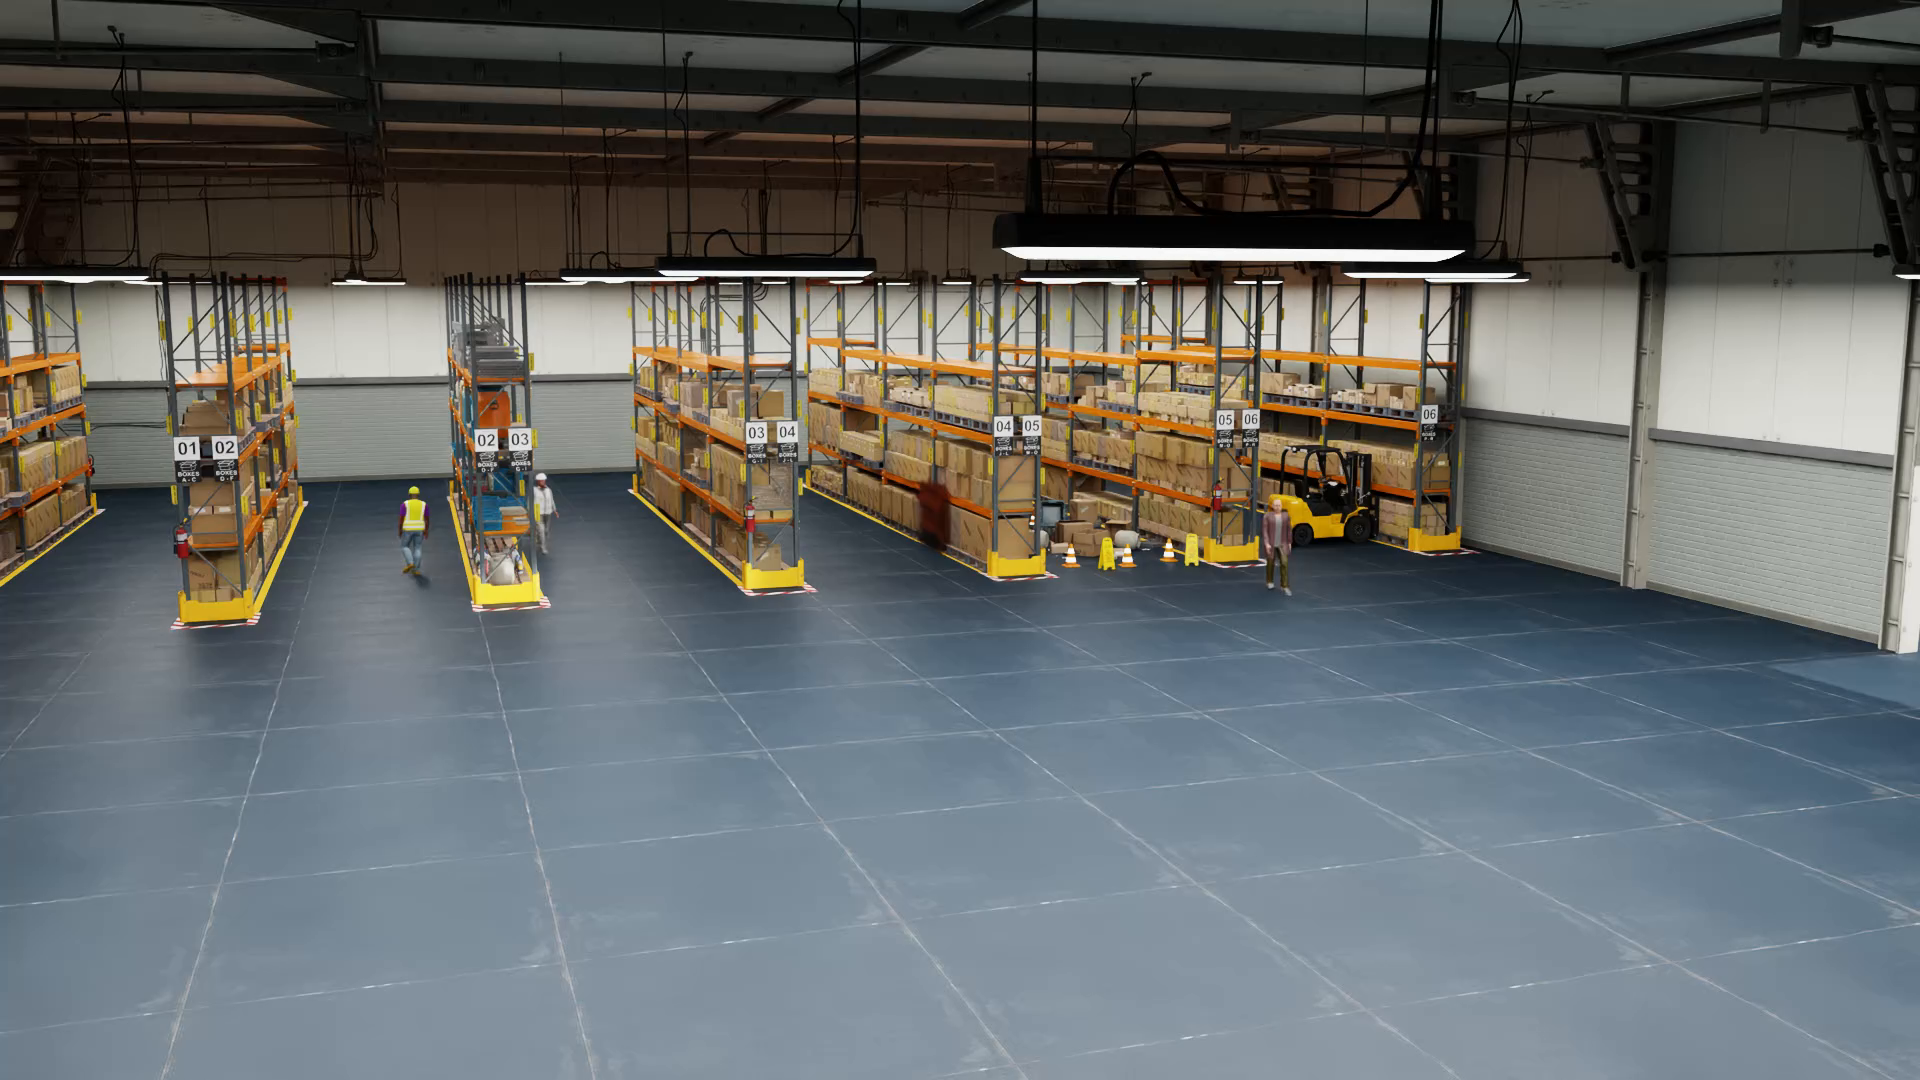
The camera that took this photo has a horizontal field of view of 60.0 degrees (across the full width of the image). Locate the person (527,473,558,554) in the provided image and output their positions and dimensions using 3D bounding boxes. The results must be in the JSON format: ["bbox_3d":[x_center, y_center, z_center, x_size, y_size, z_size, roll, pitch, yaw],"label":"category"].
[{"bbox_3d":[-9.101,-0.598,36.205,0.619,1.732,1.031,-6,10,-33],"label":"person"}]

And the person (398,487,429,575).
[{"bbox_3d":[-10.977,-0.189,33.440,0.617,1.761,0.482,-4,10,-26],"label":"person"}]

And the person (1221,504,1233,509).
[{"bbox_3d":[6.446,-1.246,40.399,0.600,1.785,0.405,-8,12,-42],"label":"person"}]

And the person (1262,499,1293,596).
[{"bbox_3d":[6.025,0.117,31.542,0.622,1.804,0.868,1,9,3],"label":"person"}]
